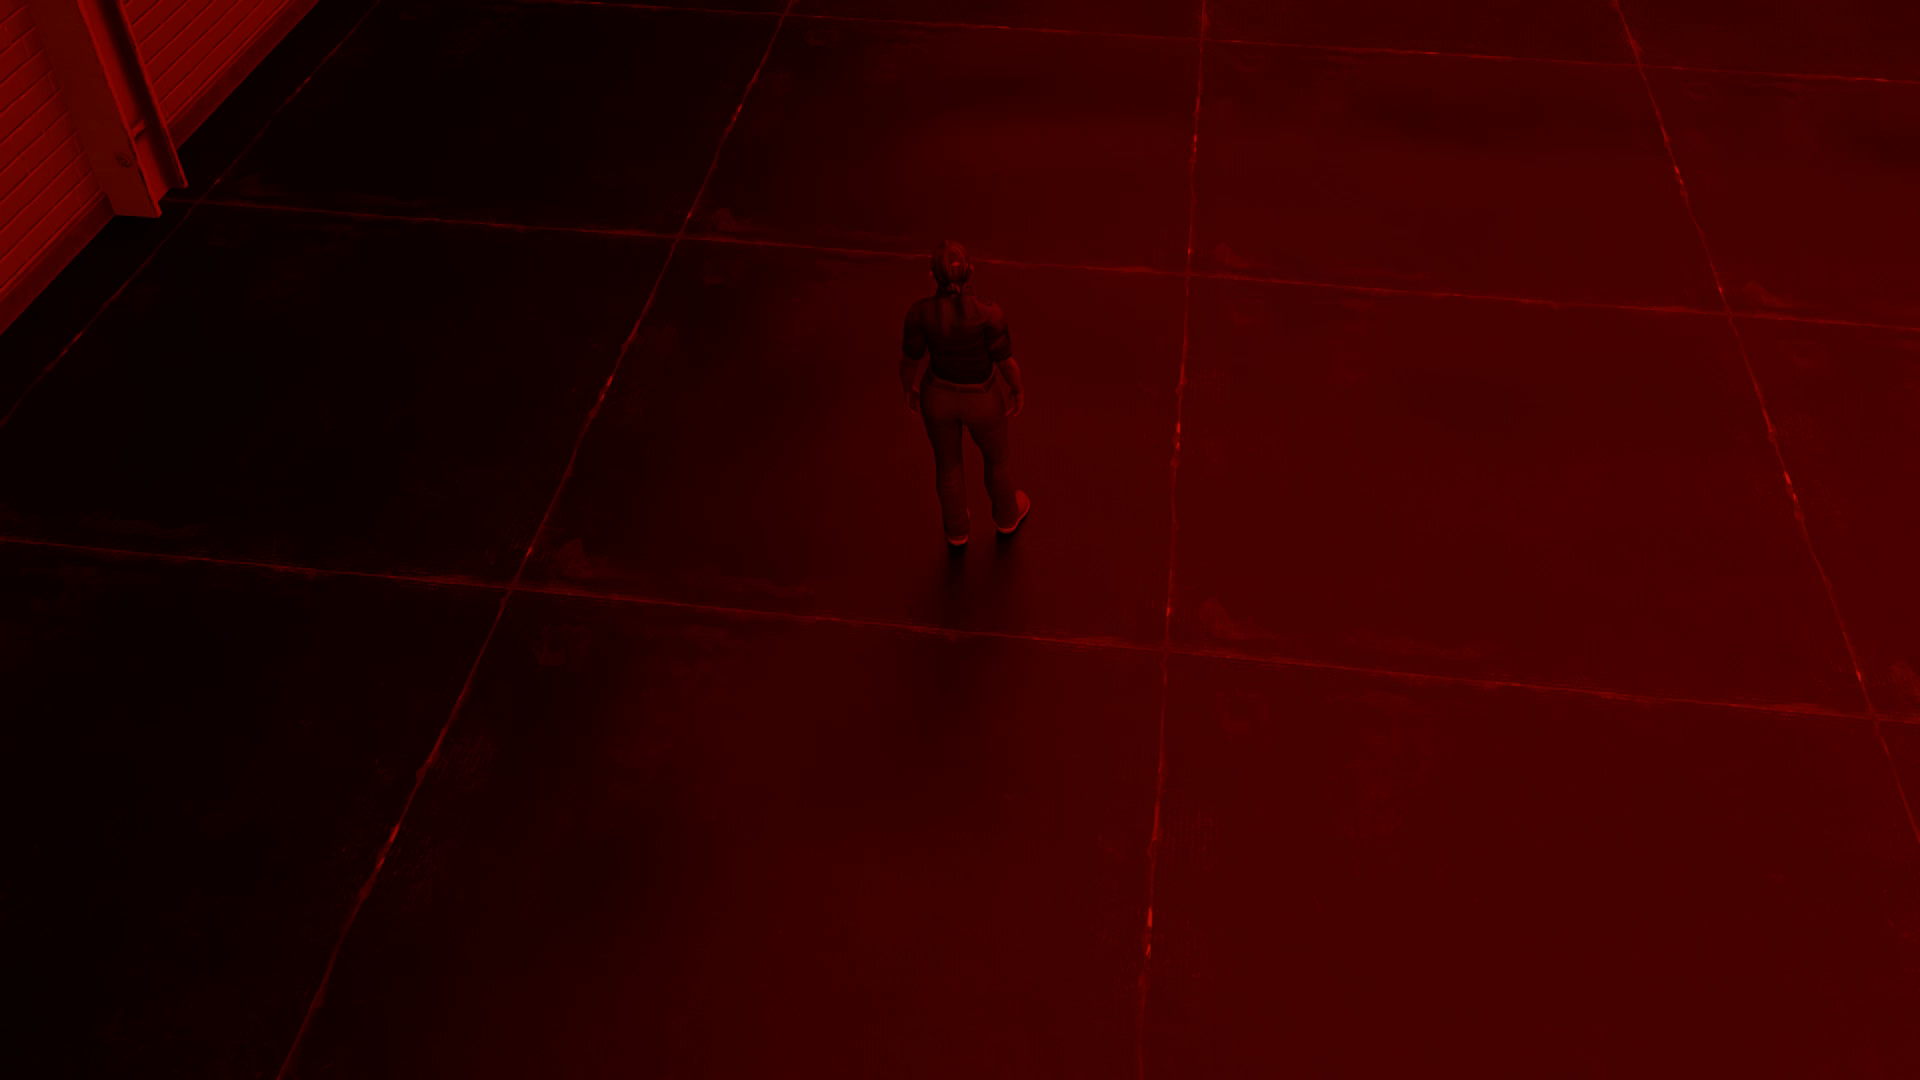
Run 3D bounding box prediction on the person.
[{"bbox_3d":[0.031,-0.671,7.388,0.569,1.654,0.504,5,43,6],"label":"person"}]
